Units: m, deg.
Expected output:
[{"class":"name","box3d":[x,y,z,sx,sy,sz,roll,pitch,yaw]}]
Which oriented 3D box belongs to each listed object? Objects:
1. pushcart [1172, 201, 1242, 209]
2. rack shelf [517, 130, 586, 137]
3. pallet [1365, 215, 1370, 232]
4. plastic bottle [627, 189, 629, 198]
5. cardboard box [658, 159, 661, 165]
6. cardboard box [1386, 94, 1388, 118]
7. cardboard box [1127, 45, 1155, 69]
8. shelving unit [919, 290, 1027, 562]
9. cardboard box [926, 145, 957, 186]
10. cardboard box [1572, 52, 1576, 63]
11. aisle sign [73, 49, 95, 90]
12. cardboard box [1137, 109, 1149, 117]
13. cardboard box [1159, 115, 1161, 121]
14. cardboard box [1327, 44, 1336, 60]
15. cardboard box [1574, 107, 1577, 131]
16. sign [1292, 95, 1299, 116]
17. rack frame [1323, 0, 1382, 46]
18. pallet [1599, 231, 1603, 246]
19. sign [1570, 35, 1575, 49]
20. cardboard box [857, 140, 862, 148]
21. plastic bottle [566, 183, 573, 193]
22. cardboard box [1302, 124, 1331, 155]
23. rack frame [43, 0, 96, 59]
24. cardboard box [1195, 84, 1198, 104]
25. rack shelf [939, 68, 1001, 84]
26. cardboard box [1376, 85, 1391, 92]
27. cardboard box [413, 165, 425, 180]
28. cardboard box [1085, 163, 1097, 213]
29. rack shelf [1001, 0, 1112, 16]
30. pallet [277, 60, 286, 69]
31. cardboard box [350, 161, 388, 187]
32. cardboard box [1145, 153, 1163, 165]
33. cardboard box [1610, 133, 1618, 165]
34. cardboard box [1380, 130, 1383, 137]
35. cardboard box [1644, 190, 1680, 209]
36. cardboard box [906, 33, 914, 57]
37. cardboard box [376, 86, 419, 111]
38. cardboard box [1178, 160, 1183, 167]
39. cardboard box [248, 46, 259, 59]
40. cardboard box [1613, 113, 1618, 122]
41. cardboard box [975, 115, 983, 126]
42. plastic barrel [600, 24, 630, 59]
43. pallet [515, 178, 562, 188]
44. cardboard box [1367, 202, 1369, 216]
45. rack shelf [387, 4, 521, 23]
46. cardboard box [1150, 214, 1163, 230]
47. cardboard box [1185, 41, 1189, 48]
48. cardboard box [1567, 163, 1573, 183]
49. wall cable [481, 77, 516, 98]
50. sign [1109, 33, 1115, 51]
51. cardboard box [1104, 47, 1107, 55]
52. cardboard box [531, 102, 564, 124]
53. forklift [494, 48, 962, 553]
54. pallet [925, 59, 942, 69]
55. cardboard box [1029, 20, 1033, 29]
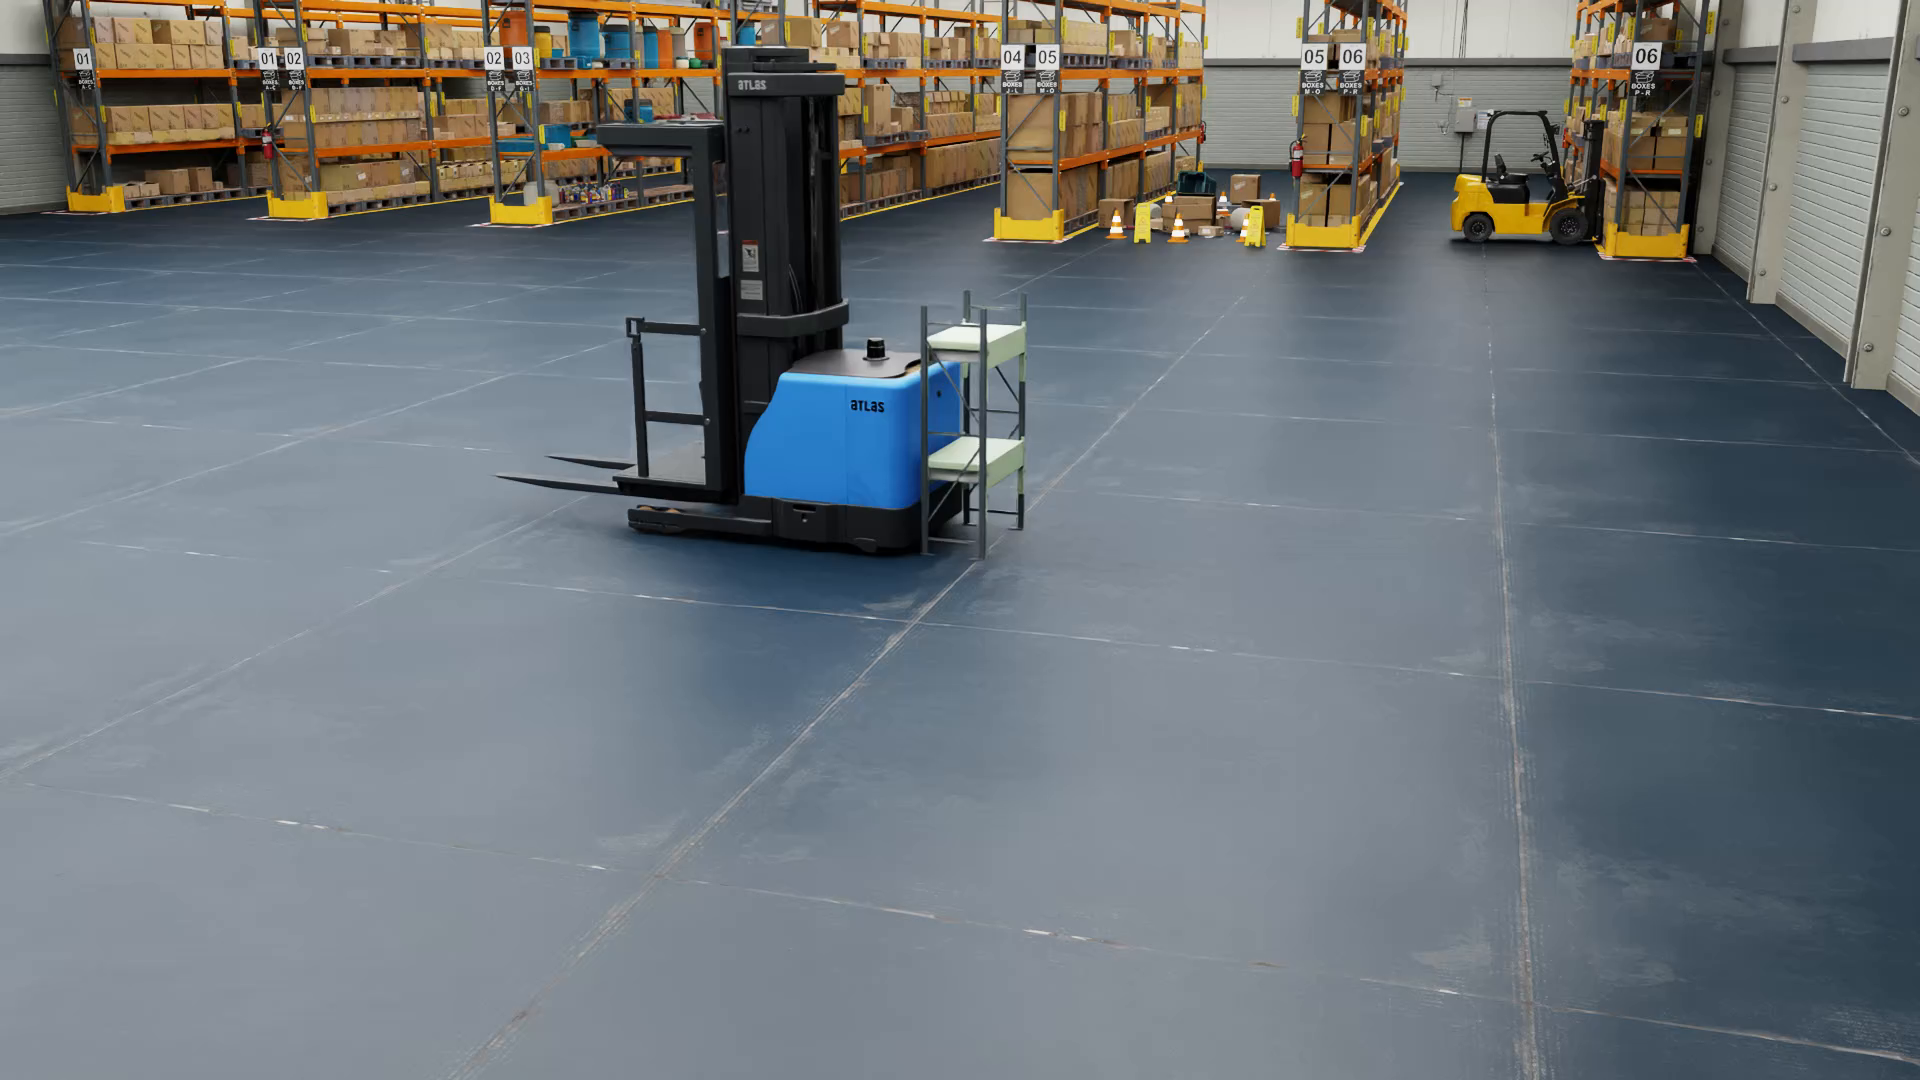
[{"class":"pushcart","box3d":[4.901,-6.233,31.612,1.648,0.377,0.936,-1,16,-3]},{"class":"rack shelf","box3d":[-10.192,-10.092,41.731,1.077,0.370,4.000,5,16,16]},{"class":"pallet","box3d":[6.944,-5.811,30.429,1.003,0.211,1.213,5,16,16]},{"class":"plastic bottle","box3d":[-6.953,-7.230,34.643,0.097,0.201,0.097,0,16,0]},{"class":"cardboard box","box3d":[-8.606,-10.596,46.576,0.380,0.166,0.250,5,16,16]},{"class":"cardboard box","box3d":[8.744,-9.147,35.065,0.500,0.500,0.500,5,16,16]},{"class":"cardboard box","box3d":[3.881,-10.355,35.658,0.500,0.500,0.500,5,16,16]},{"class":"shelving unit","box3d":[0.088,-0.709,10.080,0.431,1.500,0.755,6,17,19]},{"class":"cardboard box","box3d":[-0.787,-8.737,38.760,1.225,0.875,0.875,5,16,16]},{"class":"cardboard box","box3d":[14.883,-11.505,39.628,0.500,0.250,0.500,4,16,15]},{"class":"aisle sign","box3d":[-17.517,-9.414,33.257,0.394,0.787,0.004,5,16,16]},{"class":"cardboard box","box3d":[3.928,-9.342,36.370,0.380,0.149,0.250,5,16,16]},{"class":"cardboard box","box3d":[4.381,-9.612,37.868,0.380,0.149,0.250,4,16,13]},{"class":"cardboard box","box3d":[5.852,-7.953,27.104,0.500,0.250,0.500,4,16,15]},{"class":"cardboard box","box3d":[13.783,-9.181,36.247,0.700,0.500,0.500,5,17,17]},{"class":"sign","box3d":[5.438,-7.042,26.957,0.100,0.325,0.005,5,16,16]},{"class":"rack frame","box3d":[7.101,-10.217,29.859,1.000,3.000,0.127,5,16,16]},{"class":"pallet","box3d":[11.250,-5.080,27.853,1.003,0.211,1.213,5,16,16]},{"class":"sign","box3d":[14.751,-11.992,40.012,0.100,0.325,0.005,5,16,16]},{"class":"cardboard box","box3d":[-2.179,-7.899,33.142,0.380,0.149,0.250,5,16,16]},{"class":"plastic bottle","box3d":[-7.951,-7.081,33.845,0.144,0.351,0.185,4,16,15]},{"class":"cardboard box","box3d":[5.855,-6.639,27.510,0.500,0.500,0.500,4,16,15]},{"class":"rack frame","box3d":[-17.784,-11.091,32.941,1.000,3.000,0.127,5,16,16]},{"class":"cardboard box","box3d":[5.701,-11.228,41.858,0.500,0.500,0.500,4,16,14]},{"class":"rack shelf","box3d":[0.442,-11.812,42.299,1.077,0.370,4.000,5,16,16]},{"class":"cardboard box","box3d":[9.713,-10.327,38.038,0.380,0.149,0.250,4,16,15]},{"class":"cardboard box","box3d":[-12.057,-8.146,36.792,0.500,0.311,0.500,5,16,16]},{"class":"cardboard box","box3d":[2.081,-6.709,31.609,0.875,0.875,0.875,5,17,17]},{"class":"rack shelf","box3d":[1.758,-9.512,29.427,1.077,0.370,4.000,5,16,16]},{"class":"pallet","box3d":[-16.078,-11.029,38.564,1.213,0.211,1.003,5,16,16]},{"class":"cardboard box","box3d":[-12.239,-7.577,34.441,0.500,0.500,0.500,5,16,16]},{"class":"cardboard box","box3d":[4.335,-8.654,37.780,0.500,0.250,0.500,4,16,13]},{"class":"cardboard box","box3d":[10.914,-6.367,27.095,0.500,0.500,0.500,4,16,15]},{"class":"cardboard box","box3d":[8.191,-8.071,32.978,0.380,0.149,0.250,5,17,17]},{"class":"cardboard box","box3d":[11.043,-5.372,26.207,0.500,0.250,0.500,4,16,15]},{"class":"cardboard box","box3d":[-1.294,-10.598,35.601,0.500,0.500,0.500,5,16,16]},{"class":"cardboard box","box3d":[-12.017,-9.424,35.497,0.700,0.500,0.500,5,17,16]},{"class":"cardboard box","box3d":[5.259,-9.240,40.772,0.380,0.149,0.250,5,17,17]},{"class":"cardboard box","box3d":[-16.240,-11.152,38.045,0.500,0.311,0.500,5,17,18]},{"class":"cardboard box","box3d":[11.215,-7.117,28.008,0.380,0.149,0.250,4,16,15]},{"class":"cardboard box","box3d":[0.258,-10.366,41.107,0.500,0.250,0.500,4,16,15]},{"class":"plastic barrel","box3d":[-7.212,-10.317,34.792,0.600,0.901,0.708,5,16,16]},{"class":"pallet","box3d":[-10.512,-8.766,40.847,1.003,0.211,1.213,5,16,16]},{"class":"cardboard box","box3d":[7.191,-6.034,30.376,0.500,0.250,0.500,5,17,18]},{"class":"rack shelf","box3d":[-11.329,-11.739,37.277,1.077,0.370,4.000,5,16,16]},{"class":"cardboard box","box3d":[3.604,-5.780,30.222,0.396,0.266,0.258,8,18,25]},{"class":"cardboard box","box3d":[5.335,-11.982,40.206,0.380,0.149,0.250,5,17,19]},{"class":"cardboard box","box3d":[14.432,-8.441,38.403,0.700,0.500,0.500,4,16,14]},{"class":"wall cable","box3d":[-13.780,-13.288,49.819,0.084,1.984,1.851,5,16,16]},{"class":"sign","box3d":[2.859,-9.375,31.297,0.100,0.325,0.005,5,16,16]},{"class":"cardboard box","box3d":[2.530,-9.140,31.068,0.380,0.149,0.250,5,16,16]},{"class":"cardboard box","box3d":[-10.246,-10.563,41.120,0.700,0.500,0.500,8,18,26]},{"class":"forklift","box3d":[-1.558,-1.563,10.469,3.031,2.935,1.130,6,17,20]},{"class":"pallet","box3d":[-1.131,-10.670,37.301,1.213,0.211,1.003,5,17,18]},{"class":"cardboard box","box3d":[1.033,-8.777,28.327,0.380,0.149,0.250,5,17,16]}]
